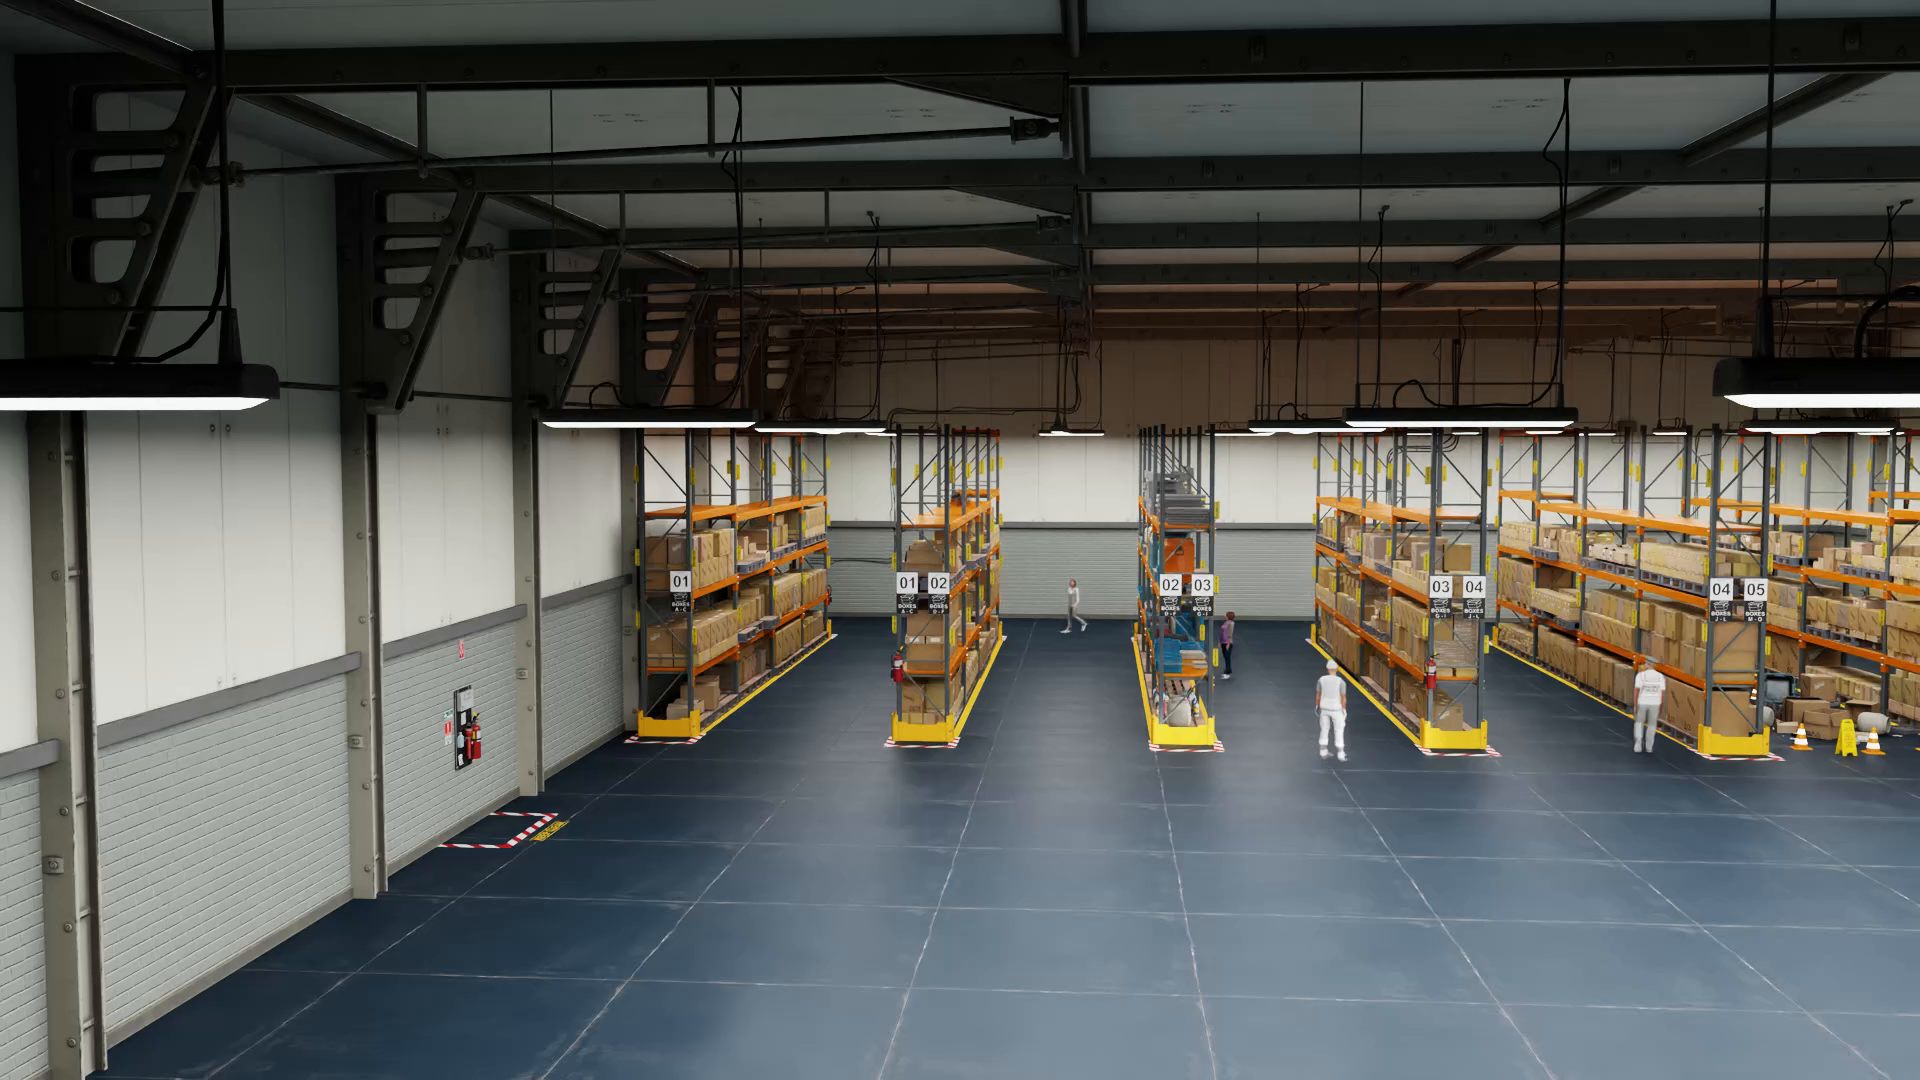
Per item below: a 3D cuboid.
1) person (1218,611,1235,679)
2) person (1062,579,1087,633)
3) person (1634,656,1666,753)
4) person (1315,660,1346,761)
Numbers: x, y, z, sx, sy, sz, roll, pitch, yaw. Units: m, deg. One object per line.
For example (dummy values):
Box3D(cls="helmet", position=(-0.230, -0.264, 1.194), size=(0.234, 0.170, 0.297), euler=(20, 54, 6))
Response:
Box3D(cls="person", position=(6.382, 2.512, 39.891), size=(0.493, 1.614, 0.434), euler=(-2, 4, -33))
Box3D(cls="person", position=(3.355, 1.948, 48.995), size=(0.725, 1.585, 0.424), euler=(-2, 4, -30))
Box3D(cls="person", position=(12.498, 2.987, 30.169), size=(0.521, 1.757, 0.551), euler=(2, 4, 32))
Box3D(cls="person", position=(6.629, 3.028, 29.642), size=(0.590, 1.792, 0.465), euler=(3, 5, 41))
